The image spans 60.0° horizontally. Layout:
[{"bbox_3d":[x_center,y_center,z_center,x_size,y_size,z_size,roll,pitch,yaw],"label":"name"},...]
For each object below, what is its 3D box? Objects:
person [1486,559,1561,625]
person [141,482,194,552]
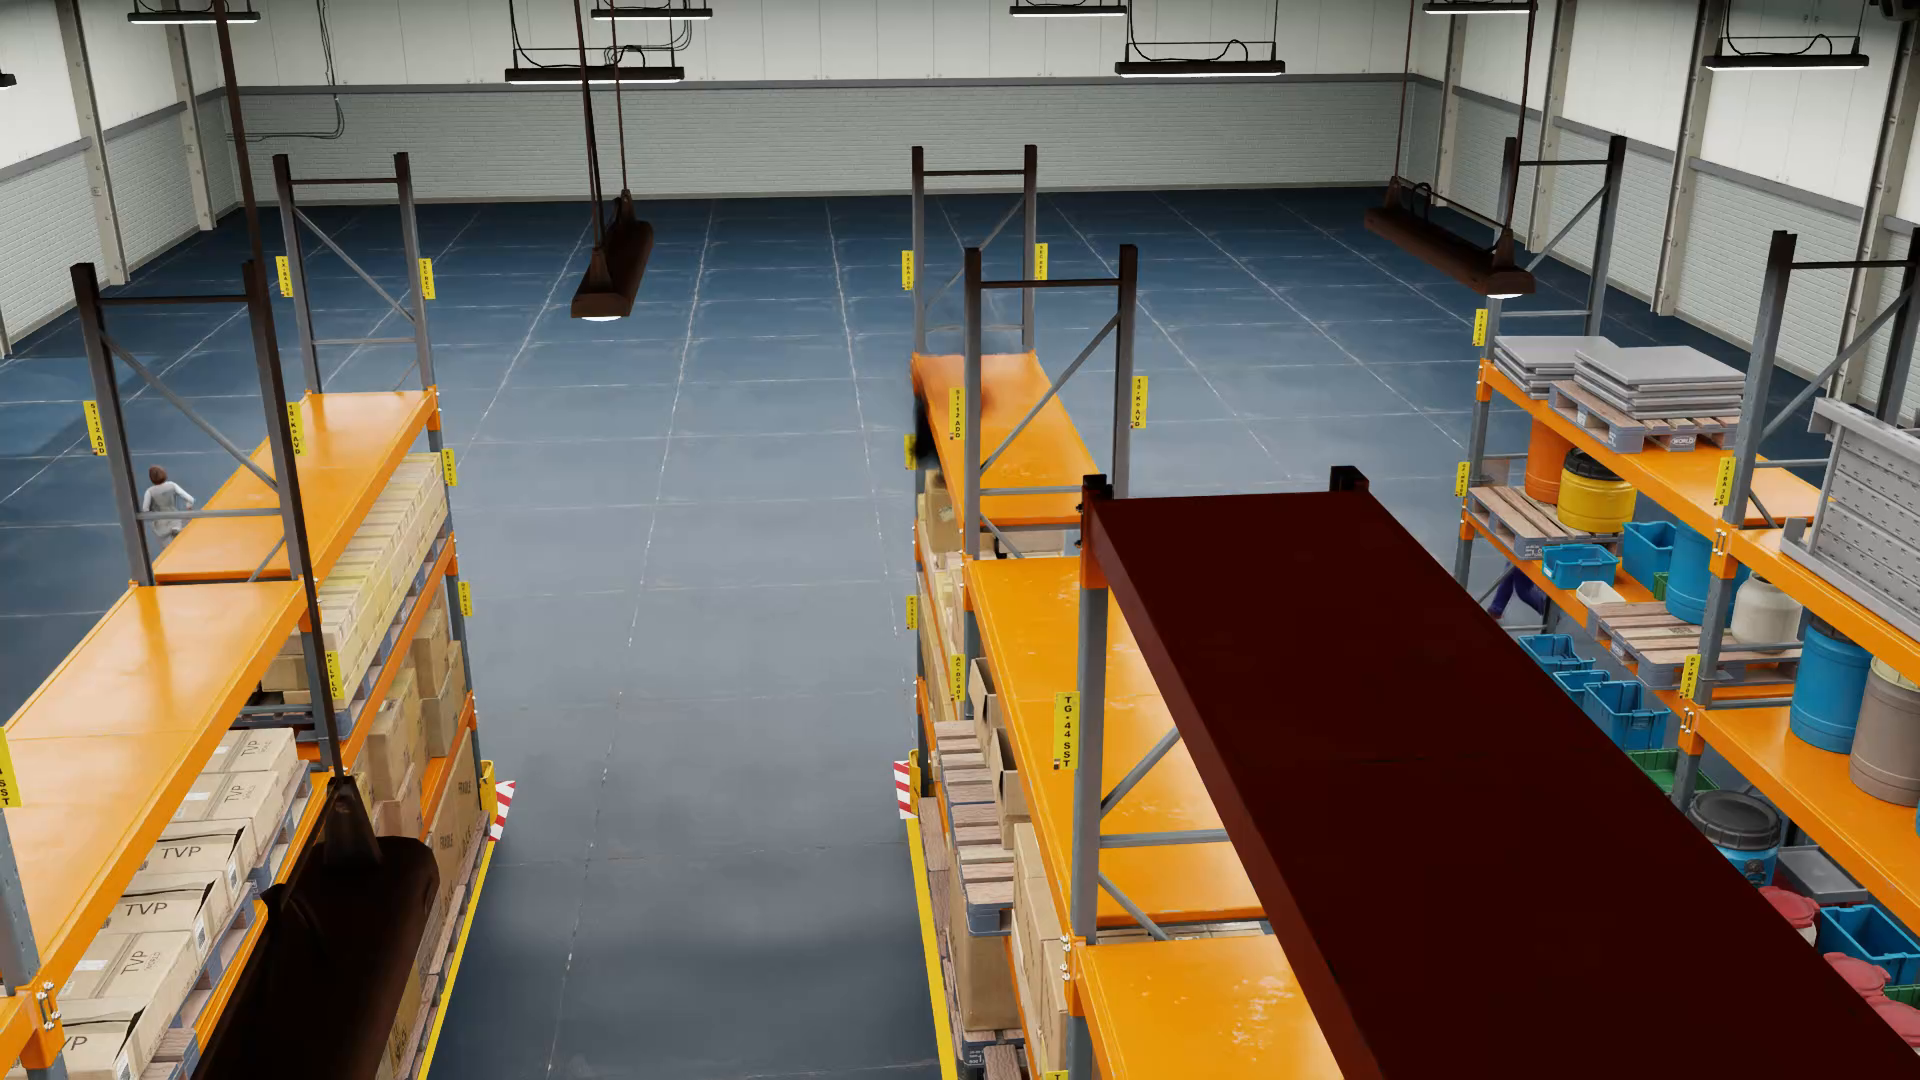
[{"bbox_3d":[6.373,0.321,18.829,0.921,1.437,0.573,9,23,22],"label":"person"},{"bbox_3d":[-9.376,-0.010,19.763,0.784,1.406,0.517,13,25,30],"label":"person"}]
